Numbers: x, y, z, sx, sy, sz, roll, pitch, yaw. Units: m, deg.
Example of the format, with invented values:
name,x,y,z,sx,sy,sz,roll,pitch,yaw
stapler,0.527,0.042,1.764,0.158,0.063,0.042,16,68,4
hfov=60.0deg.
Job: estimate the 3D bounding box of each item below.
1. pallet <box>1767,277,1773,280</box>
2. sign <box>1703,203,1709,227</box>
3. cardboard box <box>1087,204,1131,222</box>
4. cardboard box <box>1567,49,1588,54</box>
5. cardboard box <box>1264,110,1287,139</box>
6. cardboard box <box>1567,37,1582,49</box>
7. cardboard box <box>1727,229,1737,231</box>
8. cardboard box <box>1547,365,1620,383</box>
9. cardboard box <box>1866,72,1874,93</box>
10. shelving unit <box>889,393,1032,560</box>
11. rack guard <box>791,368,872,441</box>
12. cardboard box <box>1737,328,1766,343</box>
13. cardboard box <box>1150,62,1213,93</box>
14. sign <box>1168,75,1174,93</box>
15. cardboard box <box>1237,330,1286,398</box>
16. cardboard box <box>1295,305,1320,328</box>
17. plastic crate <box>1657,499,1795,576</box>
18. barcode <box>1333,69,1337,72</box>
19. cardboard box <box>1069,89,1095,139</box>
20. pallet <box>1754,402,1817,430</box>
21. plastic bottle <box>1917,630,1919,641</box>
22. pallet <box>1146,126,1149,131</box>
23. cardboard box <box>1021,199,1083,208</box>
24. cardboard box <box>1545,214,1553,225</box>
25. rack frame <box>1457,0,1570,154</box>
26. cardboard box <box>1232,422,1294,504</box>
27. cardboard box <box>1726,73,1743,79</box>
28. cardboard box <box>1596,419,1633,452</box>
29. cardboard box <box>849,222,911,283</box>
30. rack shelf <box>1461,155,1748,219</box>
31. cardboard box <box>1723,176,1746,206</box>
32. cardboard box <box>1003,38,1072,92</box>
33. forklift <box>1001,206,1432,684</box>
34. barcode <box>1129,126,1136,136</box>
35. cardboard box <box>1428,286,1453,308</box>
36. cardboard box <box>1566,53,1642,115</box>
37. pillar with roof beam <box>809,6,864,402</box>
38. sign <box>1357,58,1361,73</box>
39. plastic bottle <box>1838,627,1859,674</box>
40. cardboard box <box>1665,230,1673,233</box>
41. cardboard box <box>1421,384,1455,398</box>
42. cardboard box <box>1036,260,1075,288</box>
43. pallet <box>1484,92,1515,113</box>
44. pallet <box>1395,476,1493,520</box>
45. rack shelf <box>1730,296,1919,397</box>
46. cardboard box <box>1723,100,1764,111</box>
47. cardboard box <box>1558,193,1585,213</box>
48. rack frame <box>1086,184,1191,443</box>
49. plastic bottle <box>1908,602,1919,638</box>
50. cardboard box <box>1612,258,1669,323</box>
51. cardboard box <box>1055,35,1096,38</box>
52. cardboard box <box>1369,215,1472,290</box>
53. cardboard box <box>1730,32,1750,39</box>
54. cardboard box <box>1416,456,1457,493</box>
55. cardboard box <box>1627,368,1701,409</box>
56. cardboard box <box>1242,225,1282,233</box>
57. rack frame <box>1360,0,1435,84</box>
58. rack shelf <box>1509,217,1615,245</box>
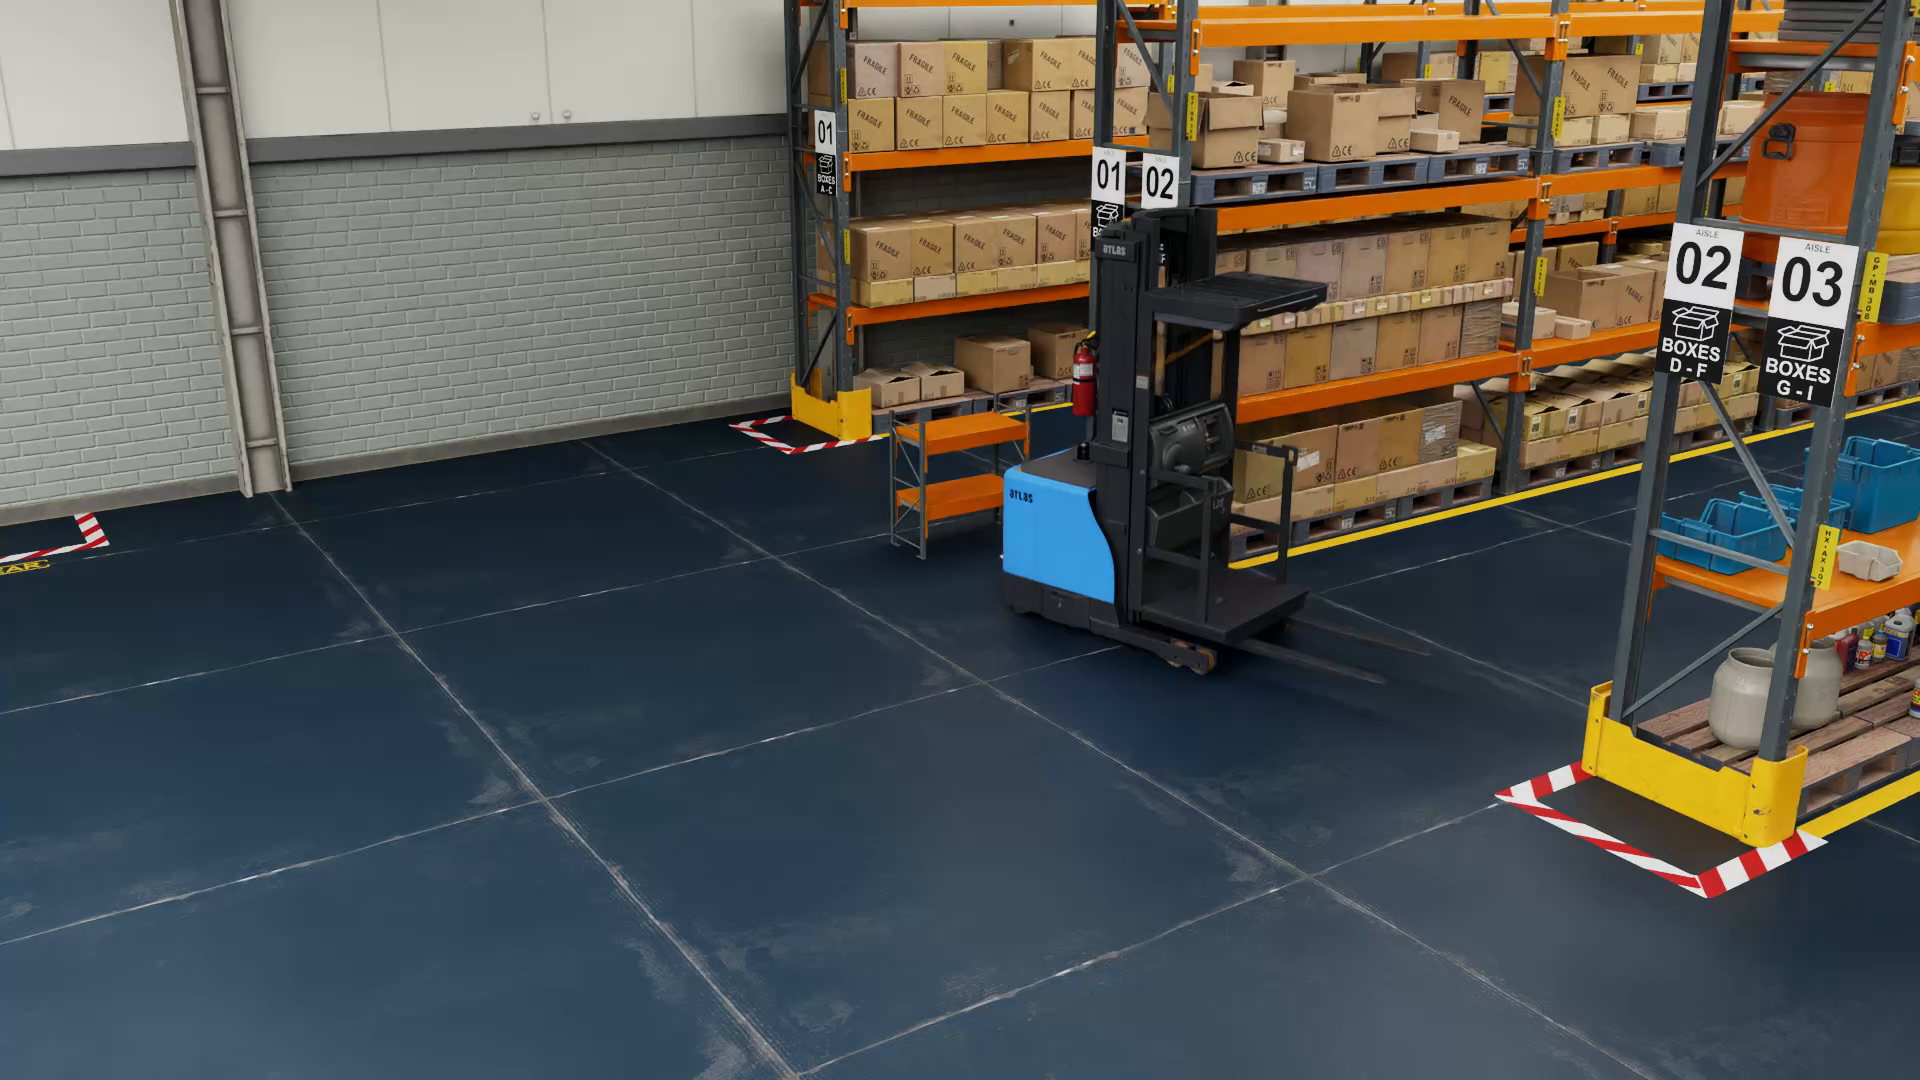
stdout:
name,x,y,z,sx,sy,sz,roll,pitch,yaw
pallet,8.540,-2.711,17.380,1.003,0.211,1.213,-12,22,-31
sign,7.707,-3.318,17.192,0.005,0.325,0.100,-12,22,-31
cardboard box,1.720,-3.411,18.183,0.500,0.500,0.500,-12,22,-32
cardboard box,7.831,-6.244,22.003,0.500,0.500,0.700,-13,23,-34
cardboard box,2.613,-3.270,13.315,0.500,0.311,0.500,-9,21,-25
cardboard box,7.819,-6.605,21.900,0.500,0.250,0.500,-10,21,-28
cardboard box,11.430,-4.498,24.600,0.250,0.149,0.380,-12,22,-32
cardboard box,6.124,-1.537,16.370,0.500,0.311,0.500,-12,22,-32
cardboard box,9.233,-4.861,17.037,0.500,0.500,0.500,-12,22,-31
shelving unit,0.006,-0.534,13.568,1.048,1.125,0.538,-12,22,-31
rack guard,-1.333,-1.408,17.129,0.348,0.500,1.175,-12,22,-31
cardboard box,8.710,-2.282,17.856,0.500,0.250,0.500,-11,22,-29
cardboard box,2.445,-5.026,18.431,0.500,0.500,0.500,-9,20,-24
sign,2.249,-4.806,17.785,0.005,0.325,0.100,-12,22,-31
cardboard box,2.164,-1.475,13.267,0.500,0.500,0.700,-11,22,-30
cardboard box,2.639,-1.803,13.225,0.250,0.149,0.380,-13,23,-33
plastic crate,4.306,-0.027,9.373,0.616,0.251,0.499,-12,22,-31
barcode,4.635,-5.780,20.539,0.075,0.075,0.001,-12,22,-31
cardboard box,1.229,-4.521,17.562,0.500,0.500,0.500,-14,23,-36
pallet,8.657,-1.464,17.746,1.213,0.211,1.003,-12,22,-31
plastic bottle,6.436,0.540,11.038,0.097,0.271,0.097,0,19,0
pallet,2.519,-4.696,18.561,1.003,0.211,1.213,-12,22,-31
cardboard box,1.003,-3.460,18.328,0.500,0.500,0.500,-12,22,-32
cardboard box,7.632,-4.276,22.070,0.250,0.149,0.380,-12,22,-31
rack frame,4.672,-4.801,13.895,0.127,3.000,1.000,-12,22,-31
cardboard box,2.318,-0.630,13.391,0.500,0.500,0.500,-12,22,-31
cardboard box,10.635,-6.608,23.347,0.500,0.250,0.500,-13,22,-33
cardboard box,6.004,-1.042,15.781,0.500,0.250,0.500,-13,22,-33
cardboard box,-0.832,-2.876,16.601,0.500,0.500,0.500,-12,22,-31
rack shelf,6.343,-3.392,15.533,4.000,0.370,1.077,-12,22,-31
cardboard box,10.945,-5.316,24.316,0.700,0.700,0.980,-12,22,-32
cardboard box,0.793,-4.880,17.064,0.500,0.500,0.500,-13,23,-33
forklift,1.736,-0.681,11.184,3.031,2.935,1.130,16,24,39
barcode,1.318,-3.133,12.738,0.075,0.075,0.001,-12,22,-31
cardboard box,3.919,-2.072,14.022,0.250,0.149,0.380,-12,22,-32
cardboard box,5.672,-4.068,14.818,0.500,0.500,0.500,-10,21,-26
pillar with roof beam,1.081,-4.624,13.372,0.400,9.000,9.100,-12,22,-31
sign,4.987,-5.841,20.725,0.005,0.325,0.100,-12,22,-31
plastic bottle,5.630,0.700,10.545,0.133,0.283,0.061,-12,22,-31
cardboard box,10.588,-4.466,24.507,0.250,0.149,0.380,-12,22,-31
cardboard box,4.113,-1.213,15.115,0.500,0.500,0.500,-12,22,-31
cardboard box,0.884,-2.879,17.780,0.500,0.250,0.500,-12,22,-32
pallet,6.726,-5.645,21.370,1.213,0.211,1.003,-11,21,-29
pallet,3.985,-0.509,14.922,1.213,0.211,1.003,-12,22,-31
rack shelf,5.723,-1.361,9.528,4.000,0.370,1.077,-12,22,-31
cardboard box,7.665,-4.118,16.136,0.500,0.250,0.500,-14,23,-35
cardboard box,7.959,-4.649,22.161,0.500,0.500,0.500,-12,22,-31
rack frame,1.332,-1.255,12.772,0.127,3.000,1.000,-12,22,-31
plastic bottle,6.333,0.477,11.098,0.185,0.351,0.144,-13,23,-34
cardboard box,6.621,-2.411,16.037,0.500,0.500,0.500,-13,23,-34
cardboard box,1.378,-5.225,18.085,0.500,0.500,0.500,-11,22,-30
cardboard box,3.884,-2.452,14.132,0.500,0.500,0.700,-12,22,-32
cardboard box,10.651,-6.967,23.238,0.500,0.500,0.500,-13,23,-34
cardboard box,3.982,-0.630,14.562,0.500,0.250,0.500,-12,22,-31
cardboard box,6.857,-1.486,16.219,0.500,0.311,0.500,-12,22,-32
cardboard box,3.392,-3.841,19.579,0.500,0.500,0.700,-9,21,-24
rack frame,5.285,-6.830,19.897,0.127,3.000,1.000,-12,22,-31
rack shelf,6.956,-4.000,22.015,4.000,0.370,1.077,-12,22,-31
